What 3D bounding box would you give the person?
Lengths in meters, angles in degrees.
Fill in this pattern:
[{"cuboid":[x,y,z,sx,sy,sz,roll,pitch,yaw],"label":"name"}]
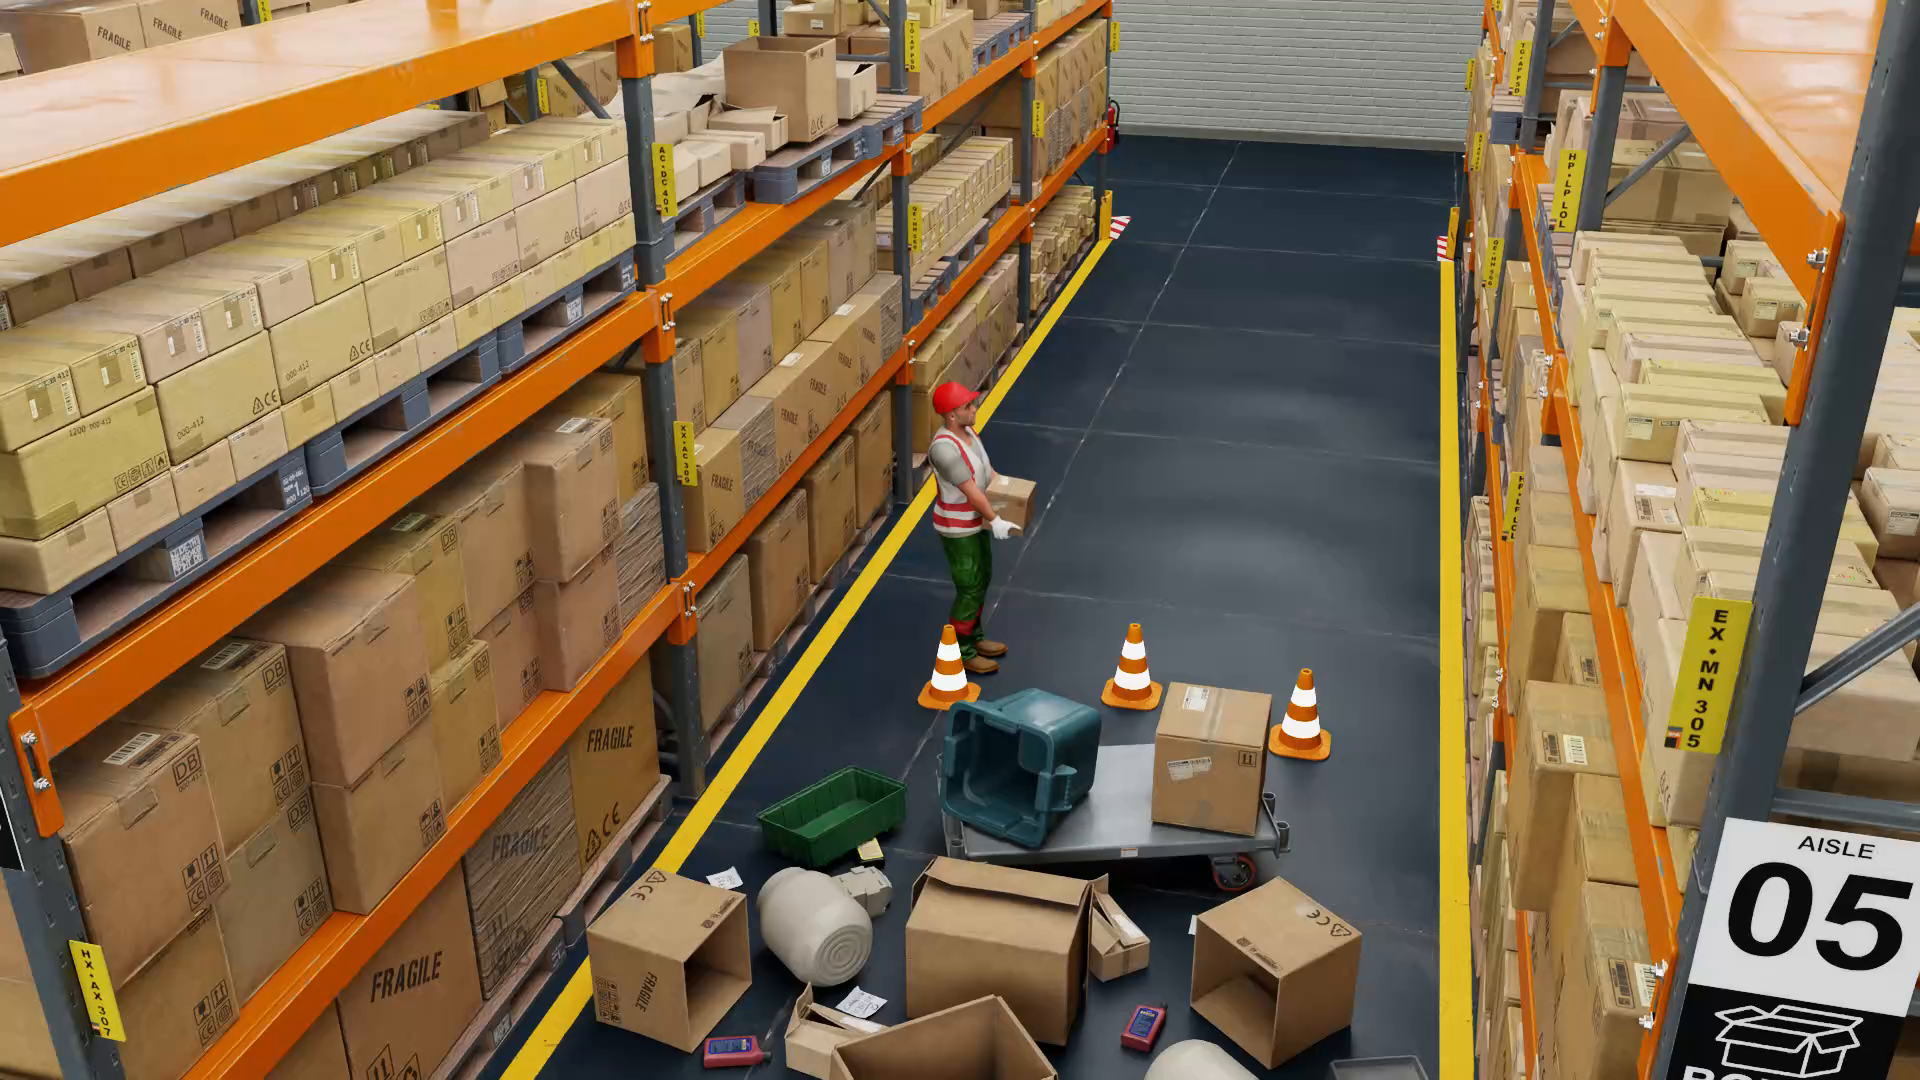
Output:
[{"cuboid":[0.120,-0.074,9.853,0.573,1.782,0.494,6,26,13],"label":"person"}]
